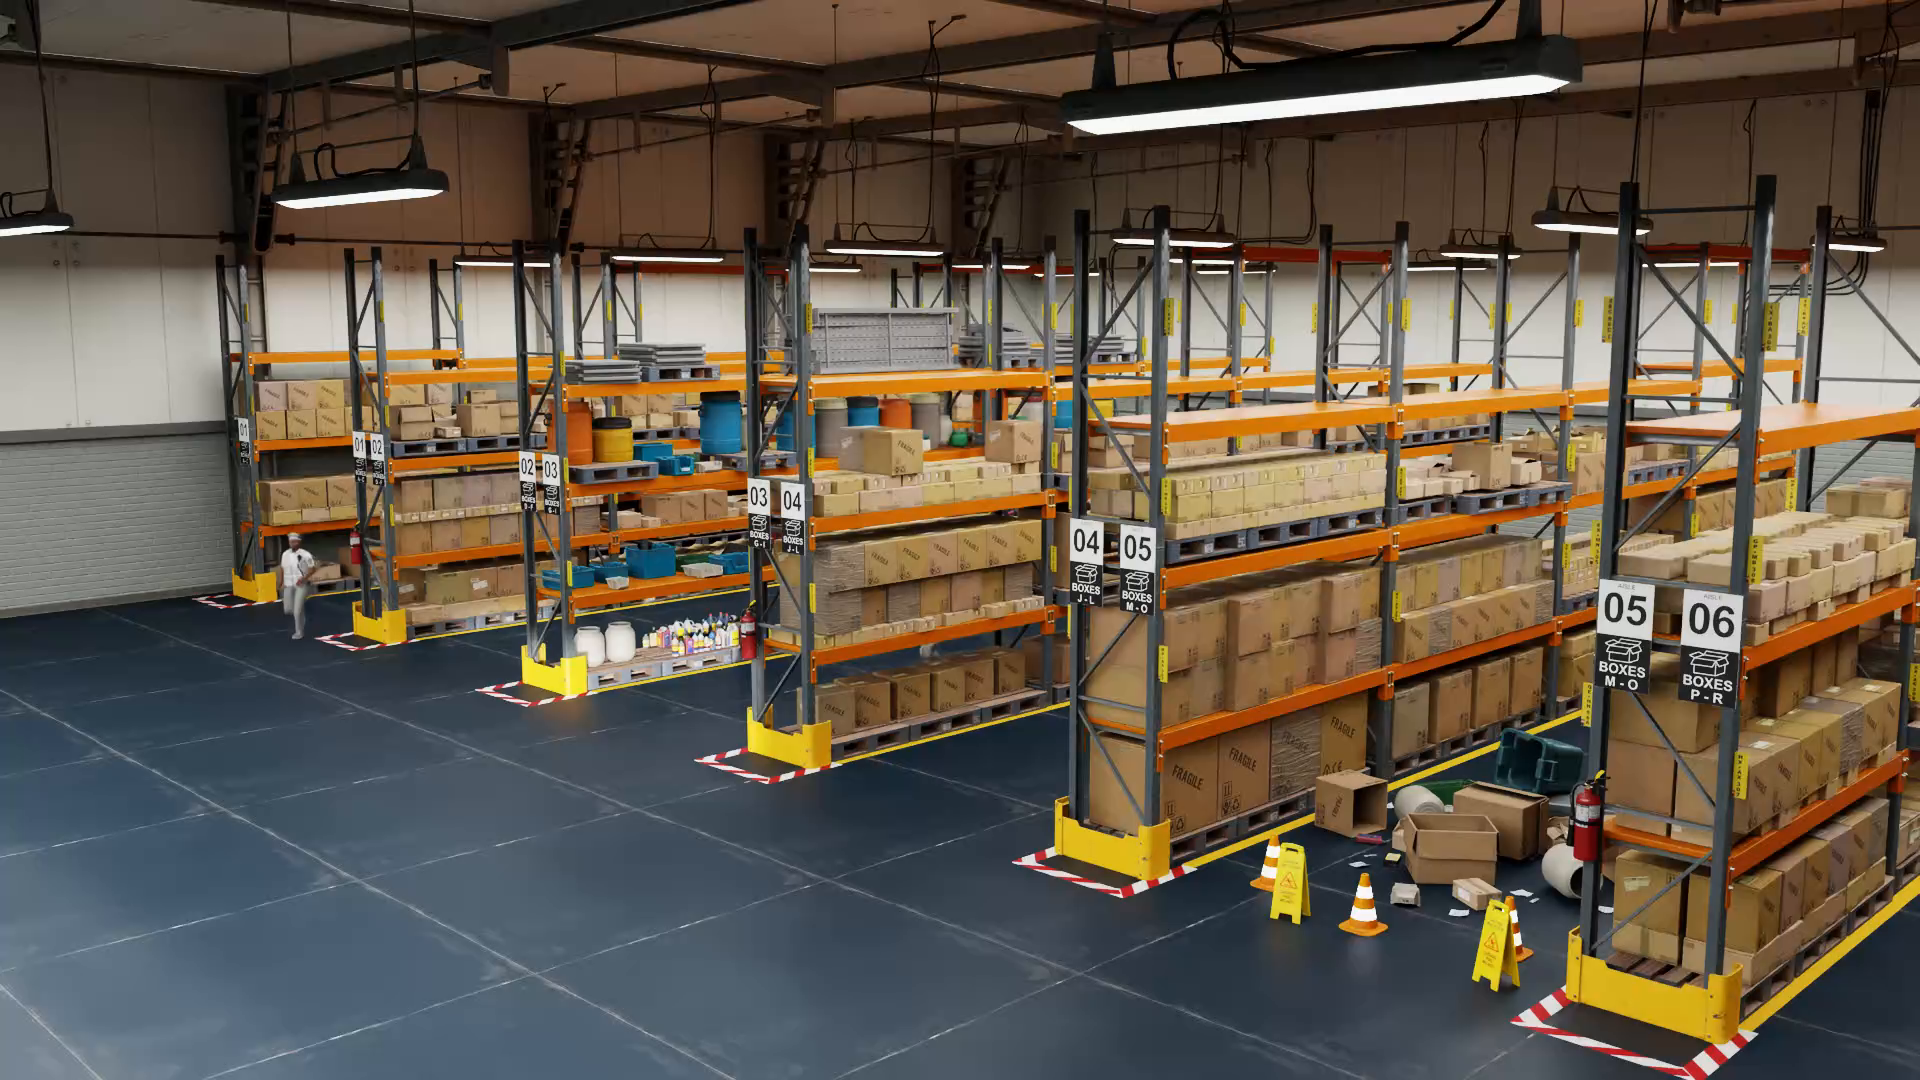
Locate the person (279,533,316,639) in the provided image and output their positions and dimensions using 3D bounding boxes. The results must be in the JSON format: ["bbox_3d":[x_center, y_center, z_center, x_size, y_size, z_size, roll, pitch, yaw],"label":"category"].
[{"bbox_3d":[-10.312,0.696,25.881,0.568,1.660,0.563,0,8,2],"label":"person"}]

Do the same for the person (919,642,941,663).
[{"bbox_3d":[-0.408,1.143,22.339,0.686,1.720,0.593,6,10,37],"label":"person"}]
